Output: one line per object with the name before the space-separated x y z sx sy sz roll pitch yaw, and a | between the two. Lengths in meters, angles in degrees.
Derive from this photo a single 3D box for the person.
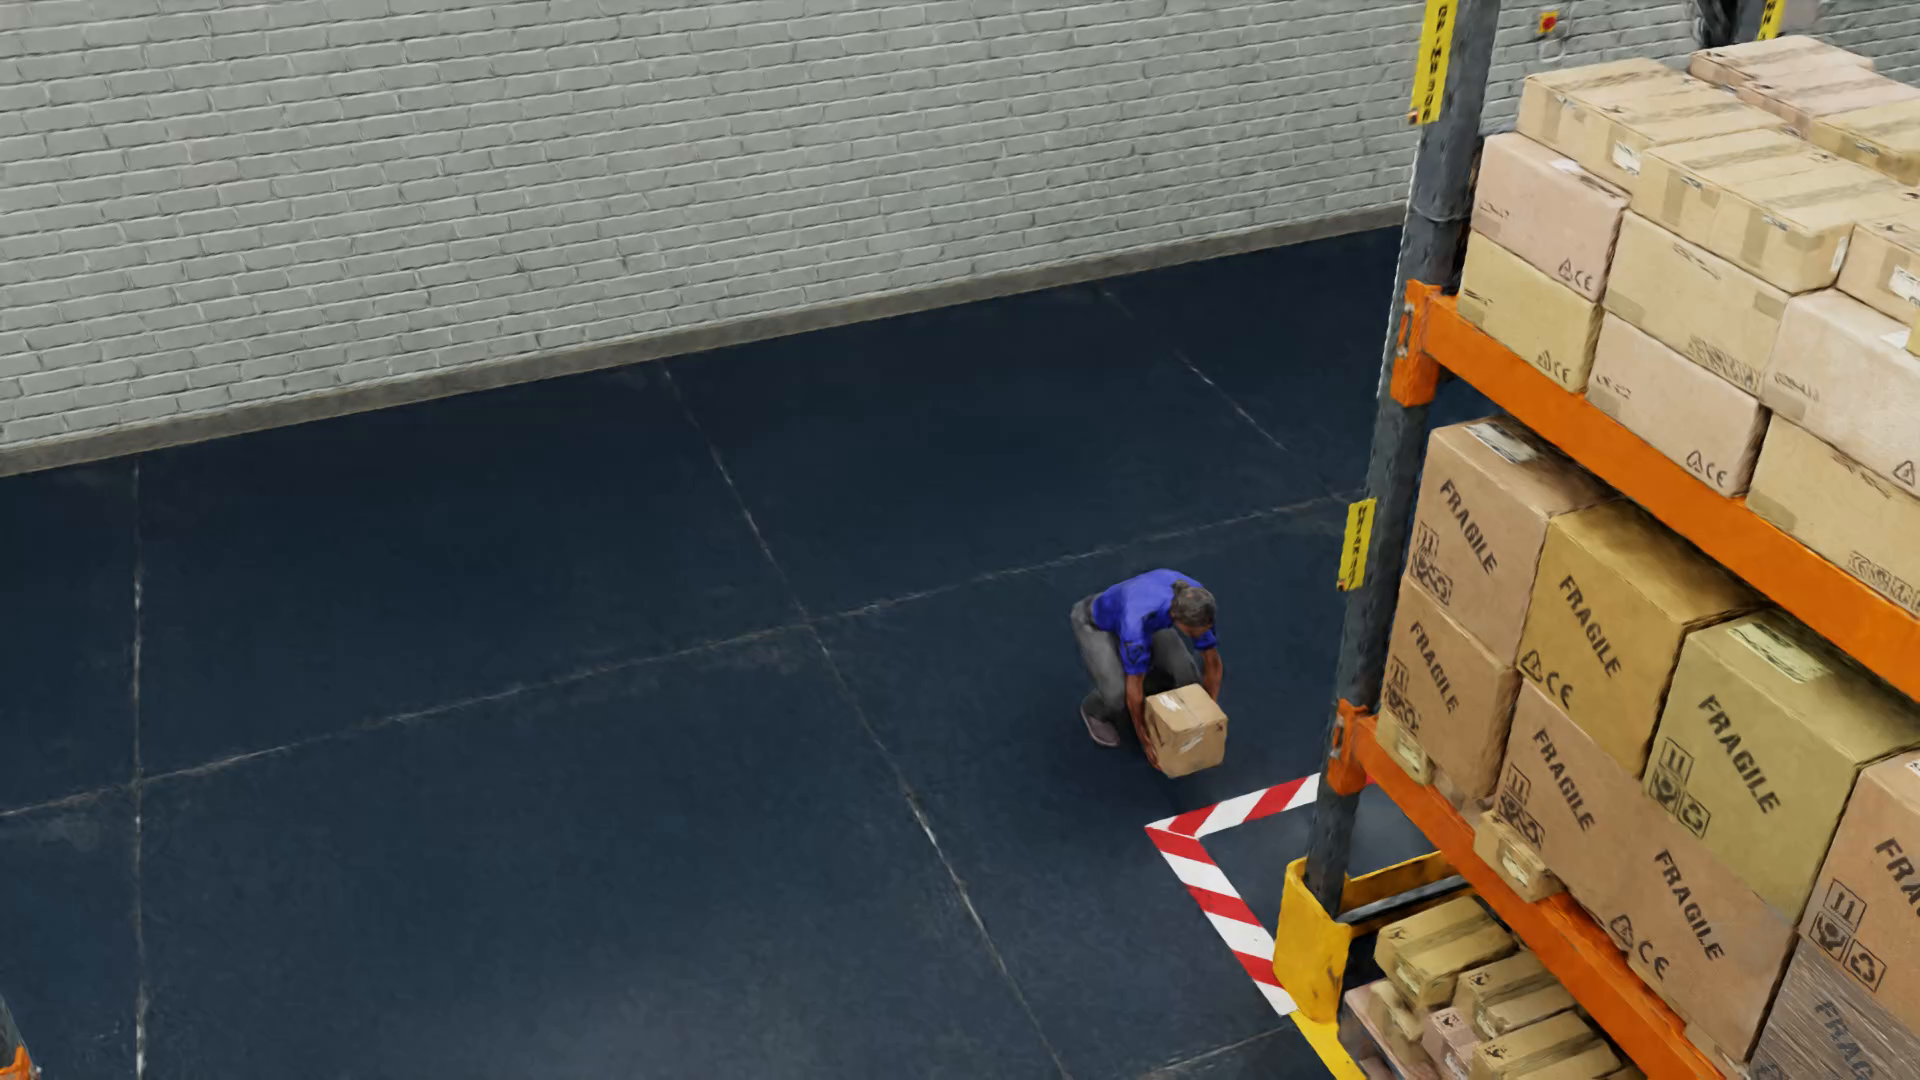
person | 0.802 0.474 7.072 0.485 0.958 0.809 -13 36 -19
